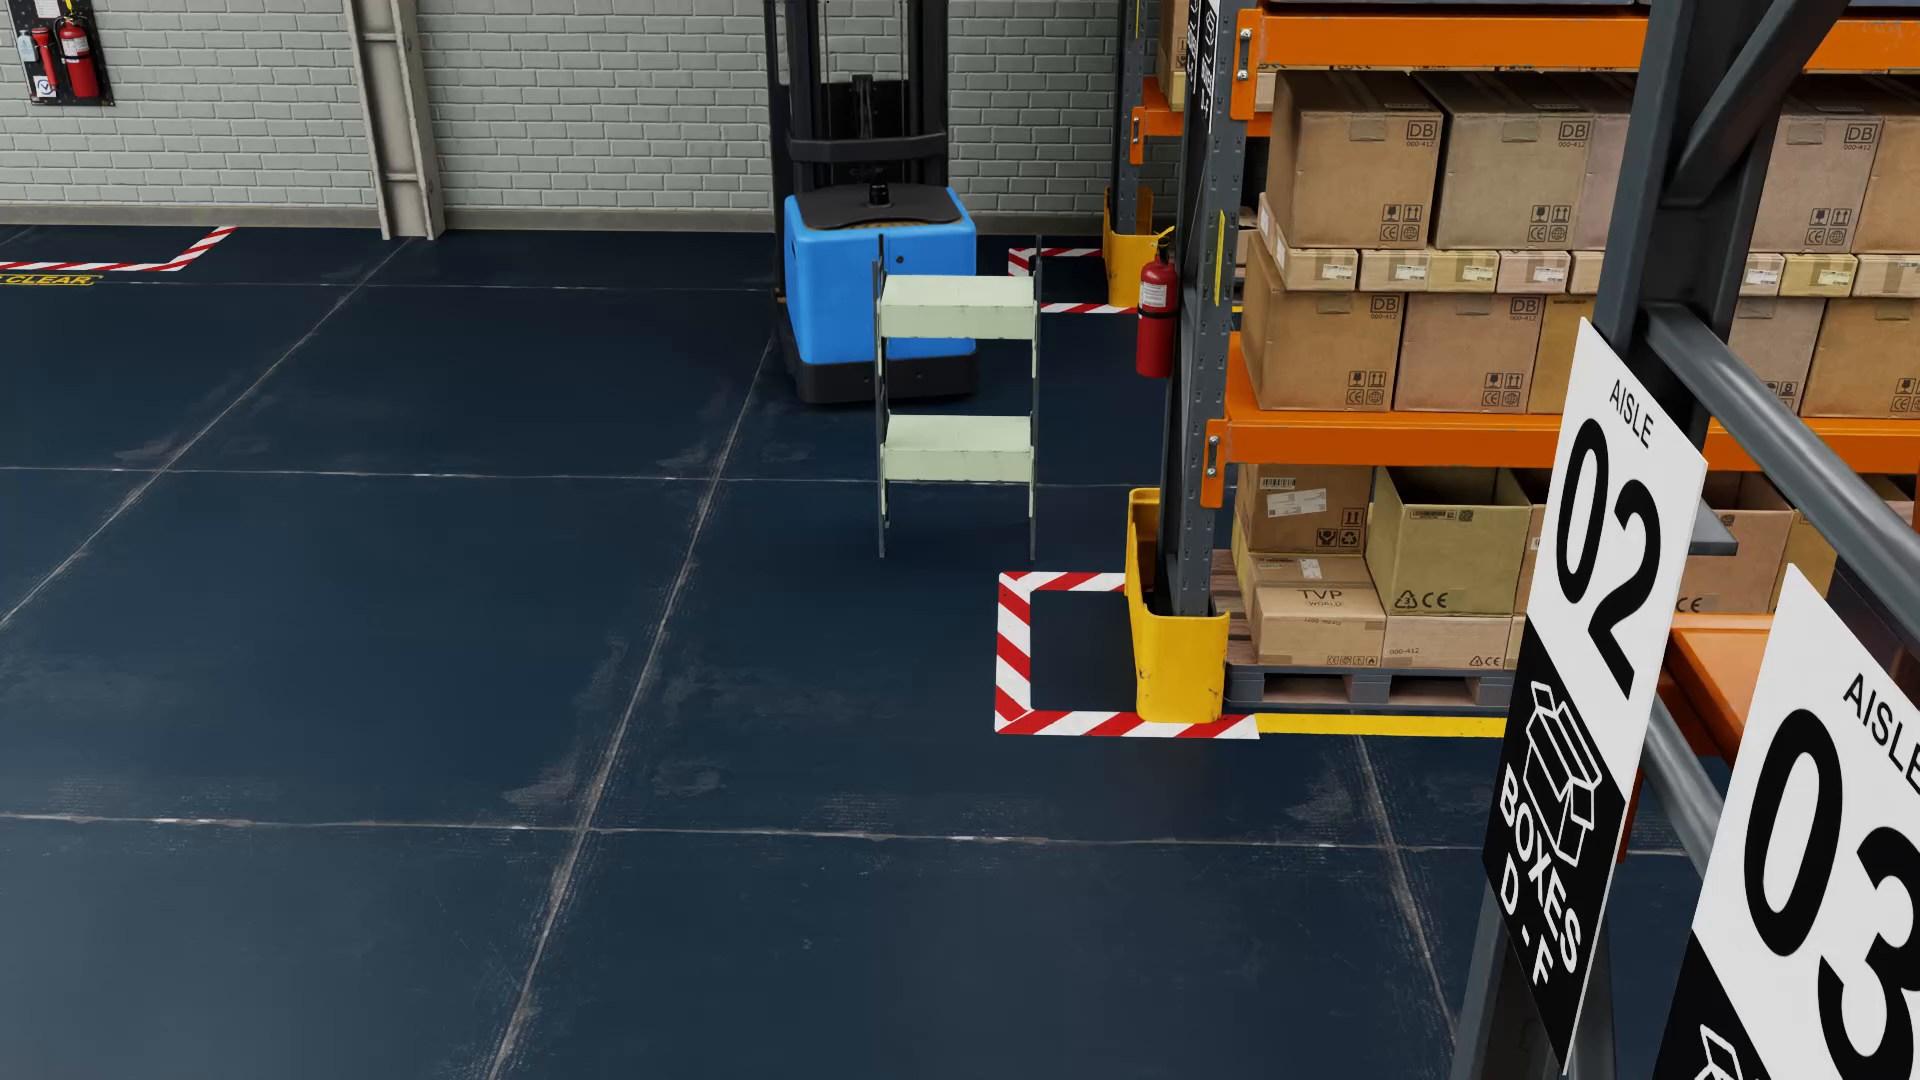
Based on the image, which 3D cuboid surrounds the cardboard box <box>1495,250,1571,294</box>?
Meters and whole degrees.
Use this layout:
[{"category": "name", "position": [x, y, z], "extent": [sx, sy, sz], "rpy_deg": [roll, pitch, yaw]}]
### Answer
[{"category": "cardboard box", "position": [2.100, -1.057, 6.241], "extent": [0.250, 0.149, 0.380], "rpy_deg": [1, 28, 1]}]

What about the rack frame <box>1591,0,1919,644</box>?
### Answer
[{"category": "rack frame", "position": [0.772, -1.178, 0.865], "extent": [0.127, 3.000, 1.000], "rpy_deg": [1, 28, 2]}]

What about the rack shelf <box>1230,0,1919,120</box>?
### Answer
[{"category": "rack shelf", "position": [2.949, -1.821, 6.047], "extent": [4.000, 0.370, 1.077], "rpy_deg": [1, 28, 2]}]

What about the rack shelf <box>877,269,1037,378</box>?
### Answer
[{"category": "rack shelf", "position": [-0.007, -1.008, 7.716], "extent": [0.720, 0.370, 0.431], "rpy_deg": [1, 28, 2]}]

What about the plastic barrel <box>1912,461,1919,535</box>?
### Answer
[{"category": "plastic barrel", "position": [1.262, -0.280, 1.466], "extent": [0.708, 0.830, 0.600], "rpy_deg": [1, 28, 2]}]

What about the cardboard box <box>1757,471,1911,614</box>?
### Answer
[{"category": "cardboard box", "position": [3.478, -0.008, 6.749], "extent": [0.500, 0.500, 0.500], "rpy_deg": [1, 28, 2]}]

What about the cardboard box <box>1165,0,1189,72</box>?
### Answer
[{"category": "cardboard box", "position": [1.588, -3.290, 10.593], "extent": [0.500, 0.500, 0.500], "rpy_deg": [1, 28, 2]}]

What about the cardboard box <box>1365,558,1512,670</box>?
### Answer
[{"category": "cardboard box", "position": [1.978, 0.303, 6.964], "extent": [0.500, 0.250, 0.500], "rpy_deg": [1, 28, 2]}]

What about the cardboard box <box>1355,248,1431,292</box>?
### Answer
[{"category": "cardboard box", "position": [1.599, -1.067, 6.260], "extent": [0.250, 0.149, 0.380], "rpy_deg": [0, 28, 0]}]

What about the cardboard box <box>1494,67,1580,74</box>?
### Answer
[{"category": "cardboard box", "position": [3.634, -3.255, 10.525], "extent": [0.500, 0.500, 0.500], "rpy_deg": [0, 28, 0]}]

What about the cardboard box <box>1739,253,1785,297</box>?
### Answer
[{"category": "cardboard box", "position": [2.871, -1.044, 6.217], "extent": [0.250, 0.149, 0.380], "rpy_deg": [1, 28, 2]}]

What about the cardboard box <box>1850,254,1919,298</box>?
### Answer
[{"category": "cardboard box", "position": [3.400, -1.037, 6.204], "extent": [0.250, 0.149, 0.380], "rpy_deg": [2, 28, 3]}]

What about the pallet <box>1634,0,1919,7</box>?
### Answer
[{"category": "pallet", "position": [2.879, -2.090, 5.882], "extent": [1.213, 0.211, 1.003], "rpy_deg": [1, 28, 2]}]

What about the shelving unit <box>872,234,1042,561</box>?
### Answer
[{"category": "shelving unit", "position": [-0.007, -0.663, 7.899], "extent": [0.755, 1.500, 0.431], "rpy_deg": [1, 28, 2]}]

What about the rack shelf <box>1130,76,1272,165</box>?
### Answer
[{"category": "rack shelf", "position": [3.120, -2.814, 11.124], "extent": [4.000, 0.370, 1.077], "rpy_deg": [1, 28, 2]}]

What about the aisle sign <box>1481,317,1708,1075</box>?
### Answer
[{"category": "aisle sign", "position": [0.711, 0.183, 1.926], "extent": [0.004, 0.787, 0.394], "rpy_deg": [1, 28, 2]}]

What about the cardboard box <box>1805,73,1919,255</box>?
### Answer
[{"category": "cardboard box", "position": [3.499, -1.418, 6.231], "extent": [0.500, 0.500, 0.700], "rpy_deg": [1, 28, 2]}]

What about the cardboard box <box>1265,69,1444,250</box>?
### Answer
[{"category": "cardboard box", "position": [1.470, -1.449, 6.289], "extent": [0.500, 0.500, 0.700], "rpy_deg": [1, 28, 2]}]

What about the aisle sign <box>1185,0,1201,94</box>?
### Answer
[{"category": "aisle sign", "position": [0.895, -2.133, 6.296], "extent": [0.004, 0.787, 0.394], "rpy_deg": [1, 28, 2]}]

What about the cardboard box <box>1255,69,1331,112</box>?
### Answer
[{"category": "cardboard box", "position": [2.118, -2.949, 10.749], "extent": [0.500, 0.250, 0.500], "rpy_deg": [0, 28, 0]}]

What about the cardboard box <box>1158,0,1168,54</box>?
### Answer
[{"category": "cardboard box", "position": [1.600, -3.531, 11.046], "extent": [0.500, 0.500, 0.500], "rpy_deg": [1, 28, 1]}]

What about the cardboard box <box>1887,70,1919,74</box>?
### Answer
[{"category": "cardboard box", "position": [6.185, -3.301, 10.697], "extent": [0.500, 0.500, 0.700], "rpy_deg": [4, 28, 7]}]

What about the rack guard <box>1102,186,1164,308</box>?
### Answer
[{"category": "rack guard", "position": [1.198, -2.059, 11.601], "extent": [0.348, 0.500, 1.175], "rpy_deg": [1, 28, 2]}]

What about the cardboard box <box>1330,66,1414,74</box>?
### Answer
[{"category": "cardboard box", "position": [2.598, -3.266, 10.547], "extent": [0.500, 0.500, 0.500], "rpy_deg": [0, 28, 0]}]

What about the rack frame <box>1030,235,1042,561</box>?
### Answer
[{"category": "rack frame", "position": [0.359, -0.657, 7.888], "extent": [0.023, 1.500, 0.400], "rpy_deg": [1, 28, 2]}]

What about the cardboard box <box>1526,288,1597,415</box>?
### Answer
[{"category": "cardboard box", "position": [2.438, -0.859, 6.562], "extent": [0.500, 0.500, 0.700], "rpy_deg": [1, 28, 2]}]

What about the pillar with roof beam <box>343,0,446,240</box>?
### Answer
[{"category": "pillar with roof beam", "position": [-4.296, -4.293, 6.741], "extent": [0.400, 9.000, 9.100], "rpy_deg": [1, 28, 2]}]

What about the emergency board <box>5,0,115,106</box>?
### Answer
[{"category": "emergency board", "position": [-6.613, -3.716, 12.058], "extent": [0.643, 1.169, 0.194], "rpy_deg": [1, 28, 2]}]

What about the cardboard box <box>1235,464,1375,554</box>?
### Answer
[{"category": "cardboard box", "position": [1.497, -0.279, 7.260], "extent": [0.500, 0.500, 0.500], "rpy_deg": [1, 28, 2]}]

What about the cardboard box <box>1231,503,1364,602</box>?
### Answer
[{"category": "cardboard box", "position": [1.497, 0.054, 7.434], "extent": [0.500, 0.250, 0.500], "rpy_deg": [1, 28, 2]}]

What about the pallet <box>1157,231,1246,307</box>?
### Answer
[{"category": "pallet", "position": [2.008, -1.902, 11.612], "extent": [1.213, 0.211, 1.003], "rpy_deg": [1, 28, 2]}]

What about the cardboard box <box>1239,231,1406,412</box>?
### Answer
[{"category": "cardboard box", "position": [1.417, -0.877, 6.595], "extent": [0.500, 0.500, 0.700], "rpy_deg": [1, 28, 2]}]

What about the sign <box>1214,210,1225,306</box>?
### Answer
[{"category": "sign", "position": [0.925, -1.004, 5.933], "extent": [0.005, 0.325, 0.100], "rpy_deg": [1, 28, 2]}]

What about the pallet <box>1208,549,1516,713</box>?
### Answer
[{"category": "pallet", "position": [1.716, 0.379, 7.310], "extent": [1.213, 0.211, 1.003], "rpy_deg": [1, 28, 2]}]

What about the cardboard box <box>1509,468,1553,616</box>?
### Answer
[{"category": "cardboard box", "position": [2.479, -0.026, 6.783], "extent": [0.500, 0.500, 0.500], "rpy_deg": [1, 28, 2]}]

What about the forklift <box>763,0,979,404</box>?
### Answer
[{"category": "forklift", "position": [-0.658, -2.748, 10.305], "extent": [1.130, 2.935, 3.031], "rpy_deg": [-5, 28, -9]}]

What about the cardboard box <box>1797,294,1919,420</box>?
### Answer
[{"category": "cardboard box", "position": [3.476, -0.845, 6.534], "extent": [0.500, 0.500, 0.700], "rpy_deg": [1, 28, 3]}]

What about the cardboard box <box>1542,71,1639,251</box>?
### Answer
[{"category": "cardboard box", "position": [2.499, -1.435, 6.262], "extent": [0.500, 0.500, 0.700], "rpy_deg": [1, 28, 2]}]

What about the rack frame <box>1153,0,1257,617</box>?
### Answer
[{"category": "rack frame", "position": [0.951, -0.846, 6.644], "extent": [0.127, 3.000, 1.000], "rpy_deg": [1, 28, 2]}]
